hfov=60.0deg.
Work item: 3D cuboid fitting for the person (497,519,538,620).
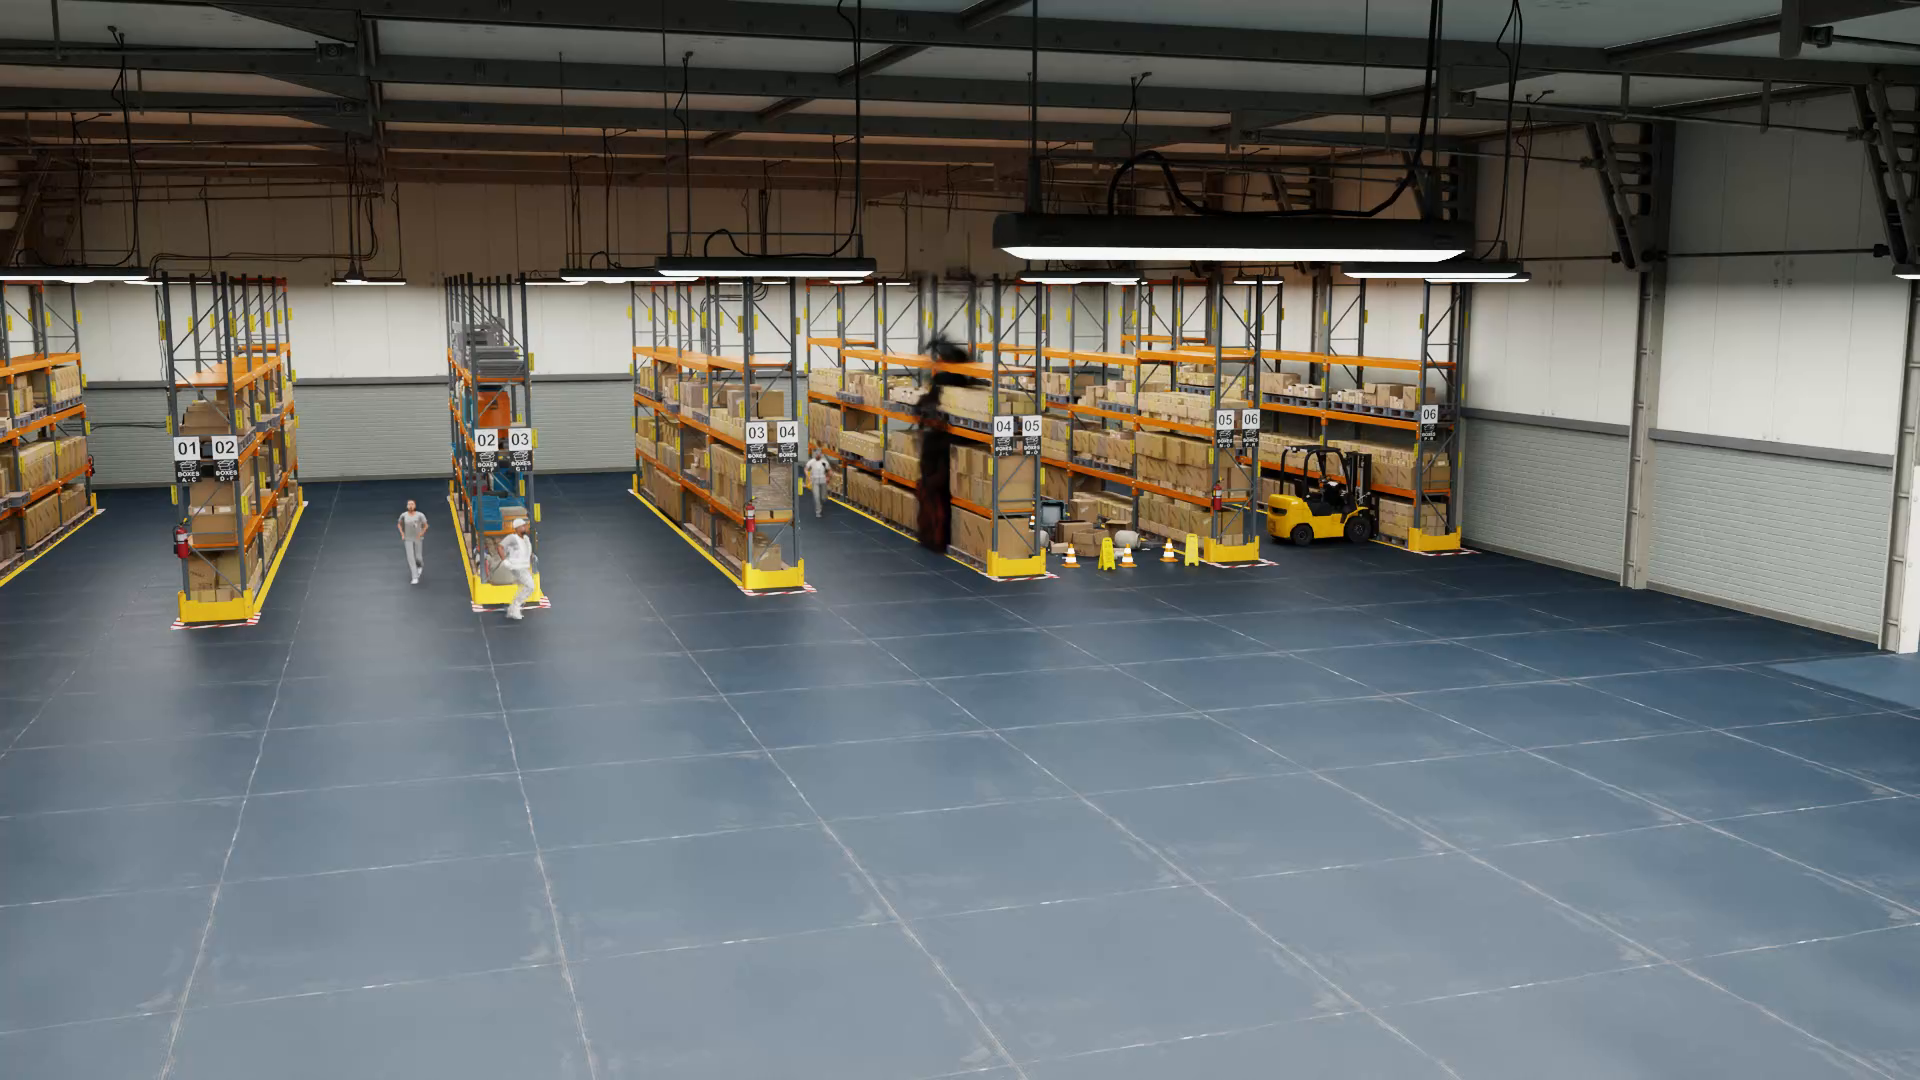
[{"bbox_3d":[-7.652,0.497,28.997,0.600,1.730,0.707,1,9,7],"label":"person"}]

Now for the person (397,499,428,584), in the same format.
[{"bbox_3d":[-10.717,0.000,32.604,0.581,1.644,0.813,-2,9,-13],"label":"person"}]

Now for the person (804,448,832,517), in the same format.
[{"bbox_3d":[-3.583,-1.474,42.002,0.699,1.738,0.771,-2,9,-14],"label":"person"}]
